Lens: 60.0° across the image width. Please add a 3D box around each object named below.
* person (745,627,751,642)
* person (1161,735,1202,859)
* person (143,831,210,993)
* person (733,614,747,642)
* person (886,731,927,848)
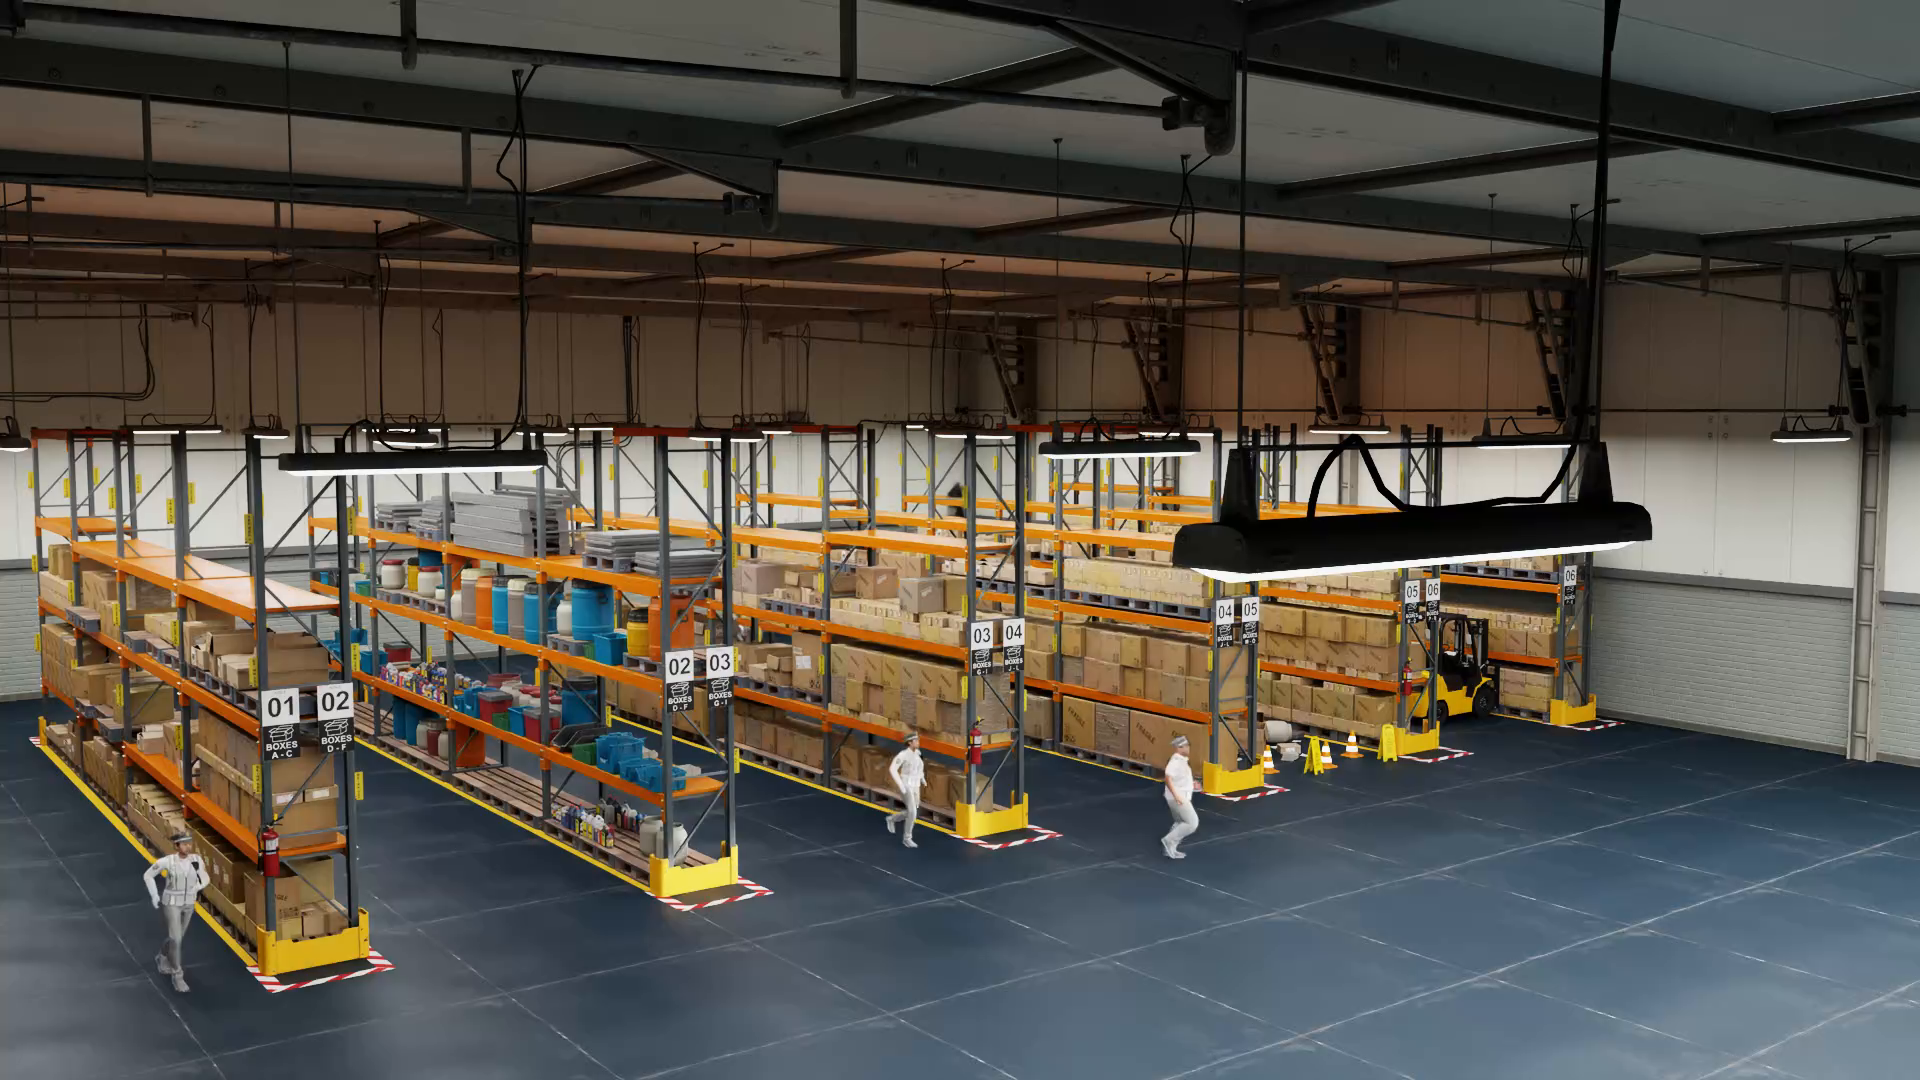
[{"bbox_3d":[-5.191,2.224,41.823,0.832,1.656,0.581,0,4,4],"label":"person"},{"bbox_3d":[3.131,3.618,23.453,0.589,1.750,0.673,0,4,4],"label":"person"},{"bbox_3d":[-8.635,4.059,18.405,0.854,1.728,0.624,4,6,40],"label":"person"},{"bbox_3d":[-5.128,2.499,37.797,0.573,1.696,0.859,-2,5,-27],"label":"person"},{"bbox_3d":[-0.777,3.620,24.345,0.686,1.664,0.654,3,6,38],"label":"person"}]
